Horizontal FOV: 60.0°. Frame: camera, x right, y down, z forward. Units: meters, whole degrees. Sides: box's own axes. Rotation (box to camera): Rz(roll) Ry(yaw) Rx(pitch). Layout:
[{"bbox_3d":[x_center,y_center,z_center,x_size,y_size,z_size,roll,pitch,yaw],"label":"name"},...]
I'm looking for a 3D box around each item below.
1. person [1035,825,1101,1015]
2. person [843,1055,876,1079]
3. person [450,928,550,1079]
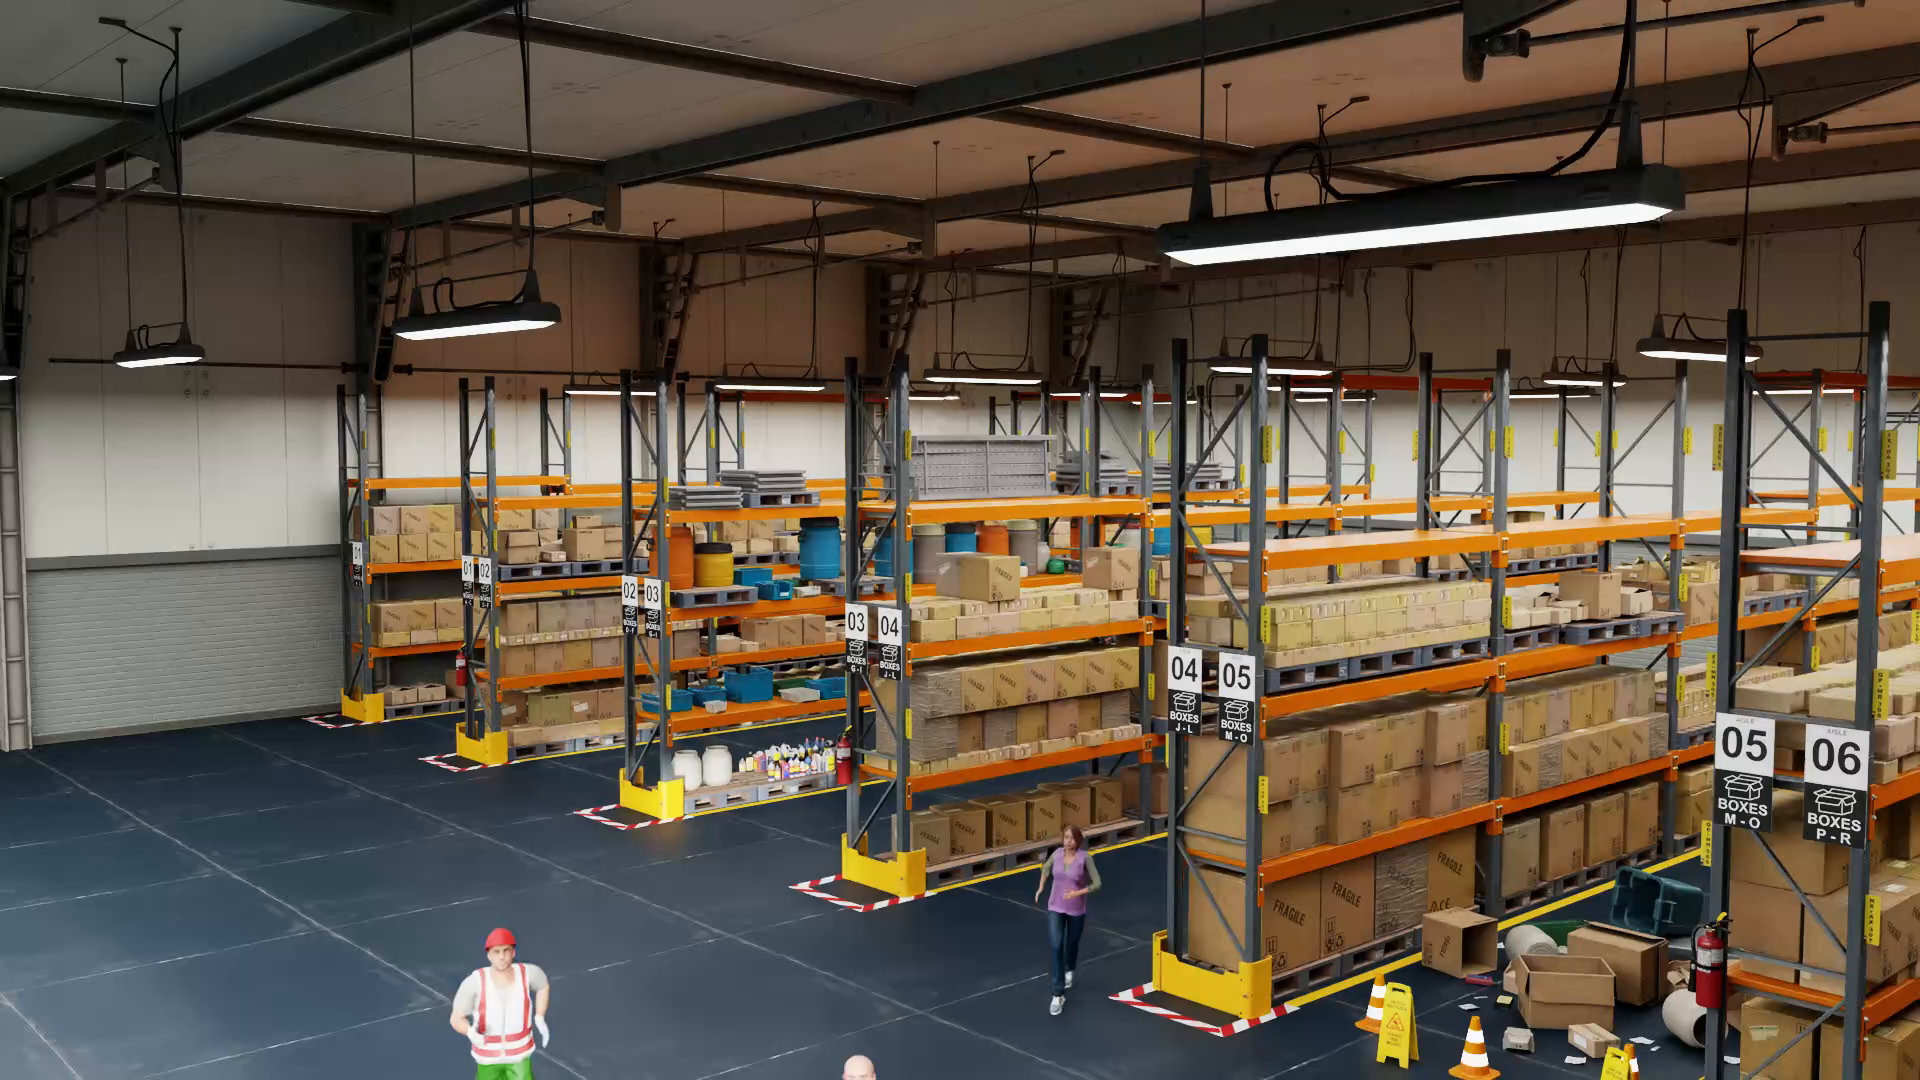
[{"bbox_3d":[0.976,3.373,15.014,0.597,1.596,0.830,1,4,8],"label":"person"},{"bbox_3d":[-0.533,3.710,9.134,0.625,1.755,0.721,0,4,6],"label":"person"},{"bbox_3d":[-3.104,3.503,11.256,0.651,1.789,0.992,-1,4,-15],"label":"person"}]
